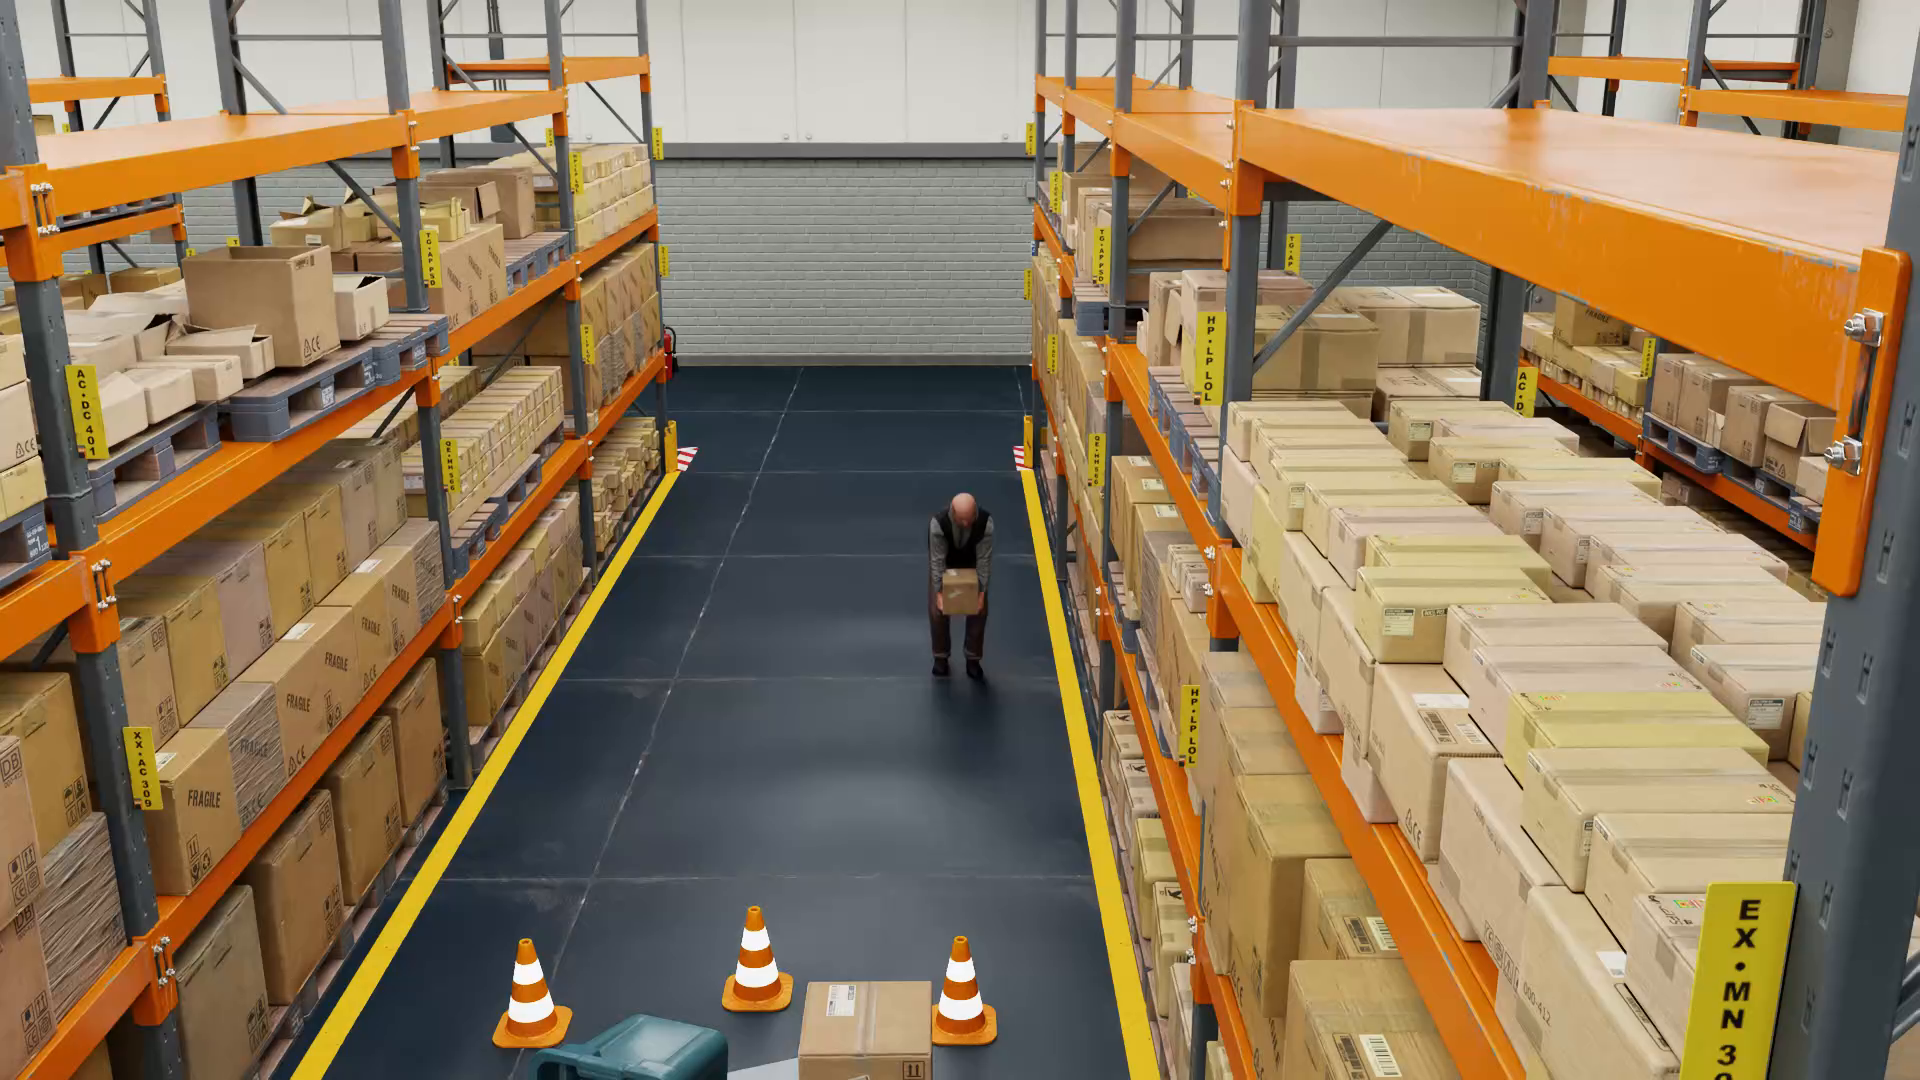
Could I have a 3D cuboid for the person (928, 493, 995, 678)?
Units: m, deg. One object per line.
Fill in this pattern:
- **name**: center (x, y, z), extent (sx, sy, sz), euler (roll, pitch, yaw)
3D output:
- **person**: center (0.008, 0.301, 12.022), extent (0.472, 1.481, 0.796), euler (-1, 17, -2)
